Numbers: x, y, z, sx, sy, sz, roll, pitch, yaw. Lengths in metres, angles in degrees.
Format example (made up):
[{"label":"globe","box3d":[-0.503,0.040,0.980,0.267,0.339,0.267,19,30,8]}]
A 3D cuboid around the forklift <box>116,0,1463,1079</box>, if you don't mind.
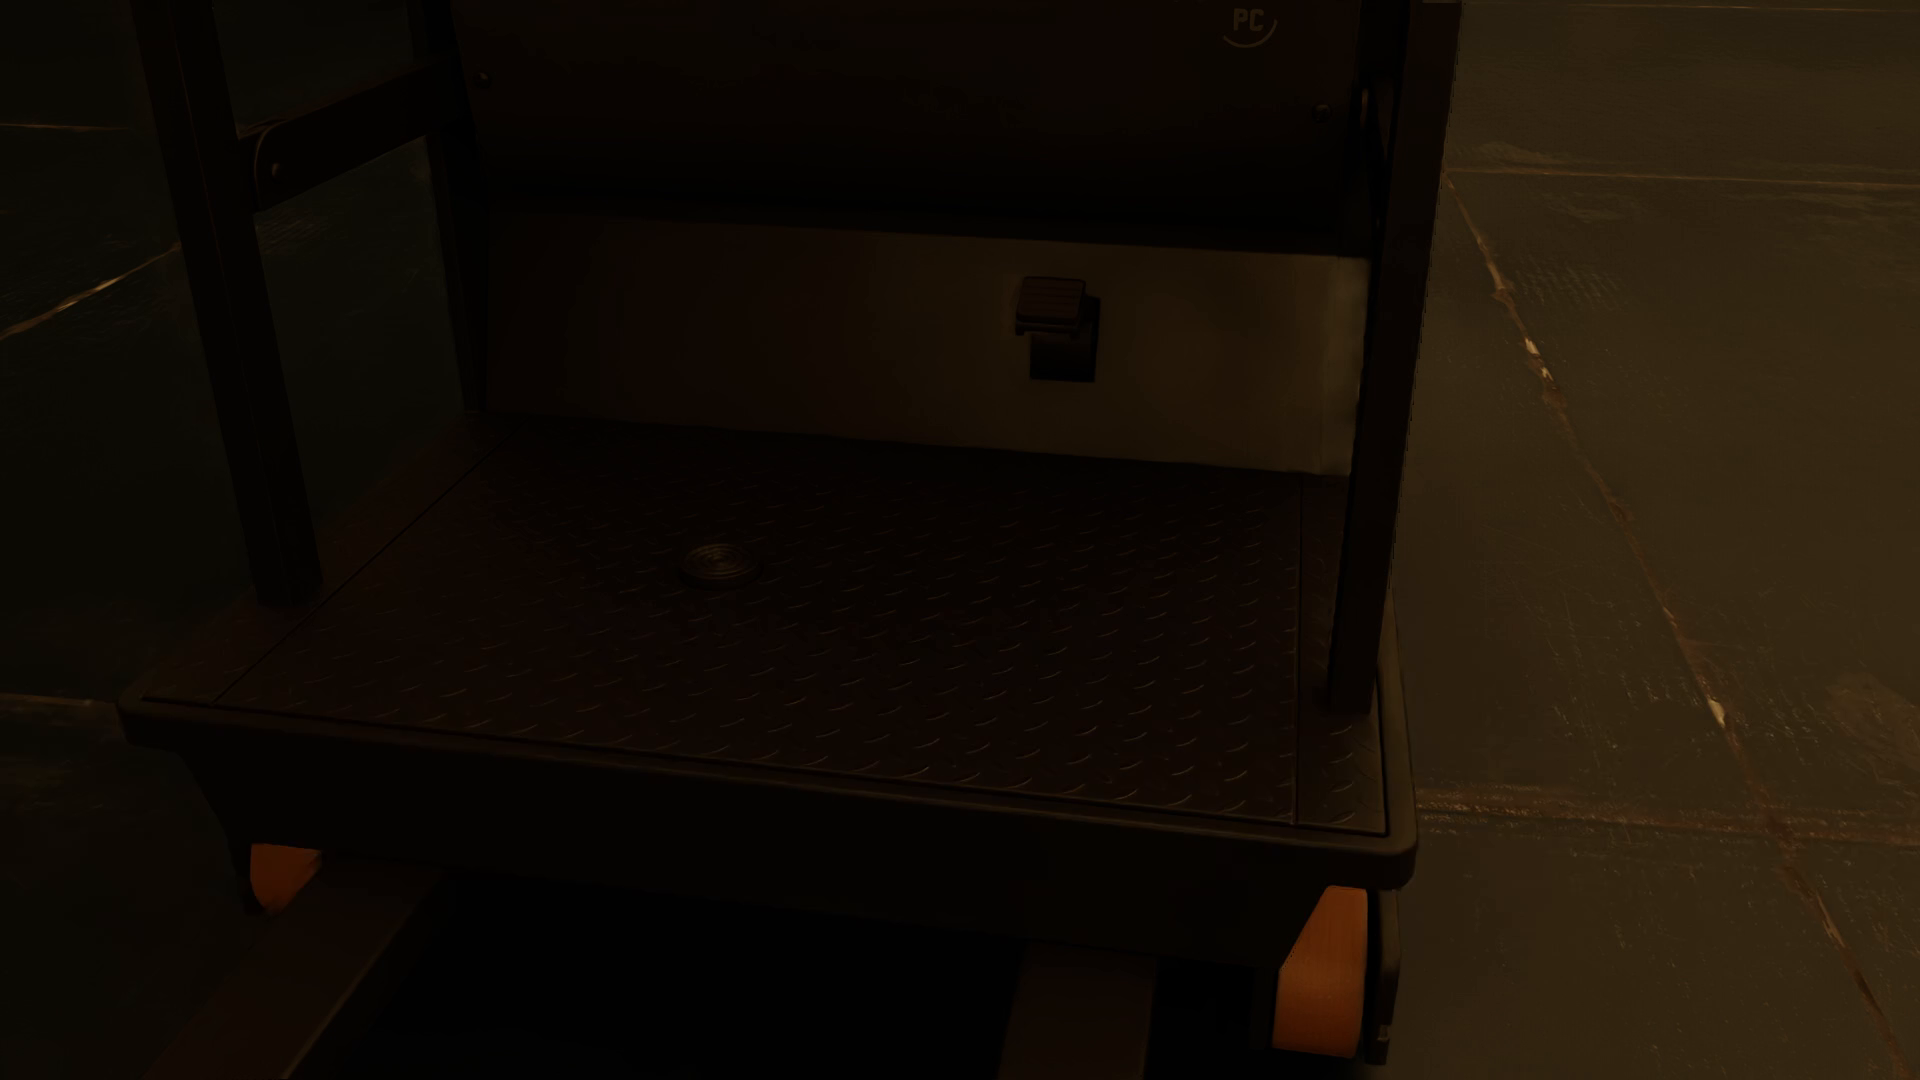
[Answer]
[{"label":"forklift","box3d":[-0.105,-1.012,1.246,1.130,2.935,3.031,5,27,10]}]
